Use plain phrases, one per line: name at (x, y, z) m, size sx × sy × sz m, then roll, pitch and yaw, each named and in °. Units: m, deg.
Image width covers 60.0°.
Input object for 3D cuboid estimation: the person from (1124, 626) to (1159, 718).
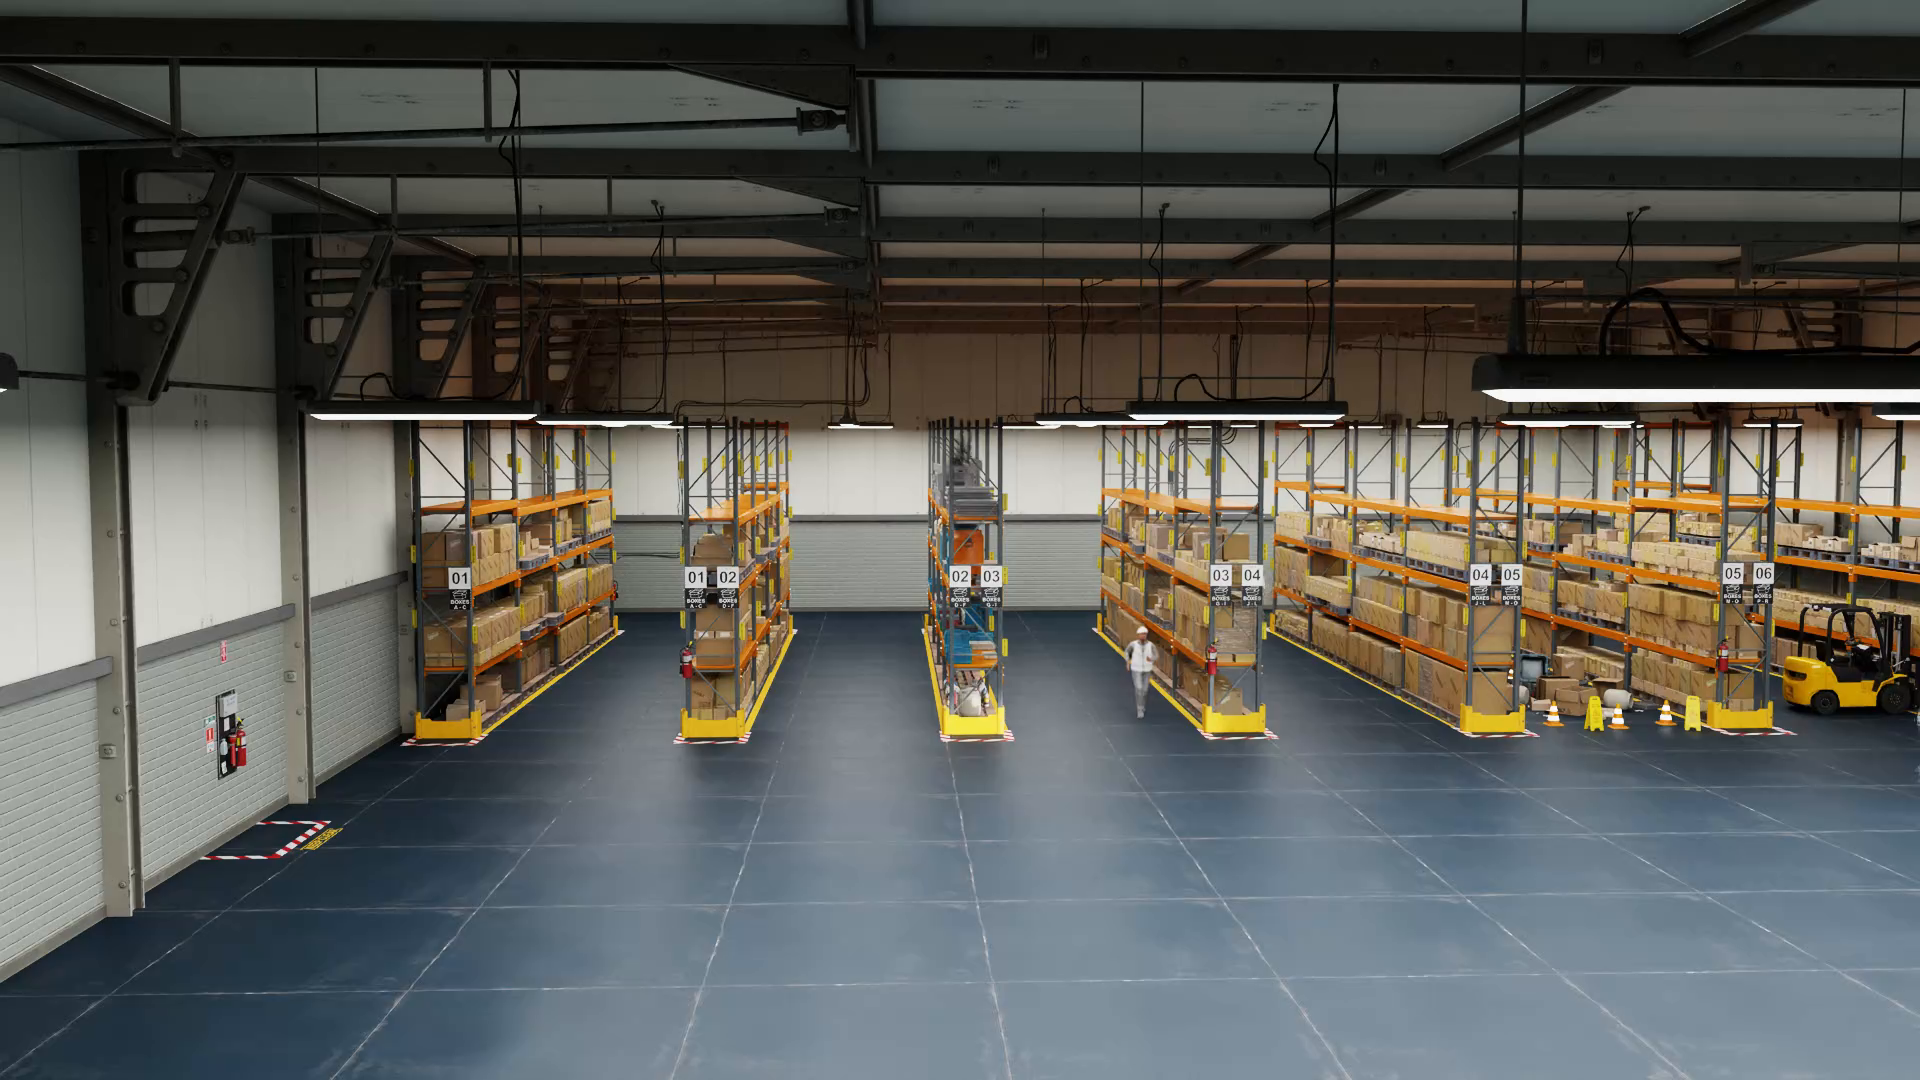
person at (3.667, 2.628, 33.482) m, size 0.657 × 1.784 × 0.879 m, roll 0°, pitch 4°, yaw -7°
